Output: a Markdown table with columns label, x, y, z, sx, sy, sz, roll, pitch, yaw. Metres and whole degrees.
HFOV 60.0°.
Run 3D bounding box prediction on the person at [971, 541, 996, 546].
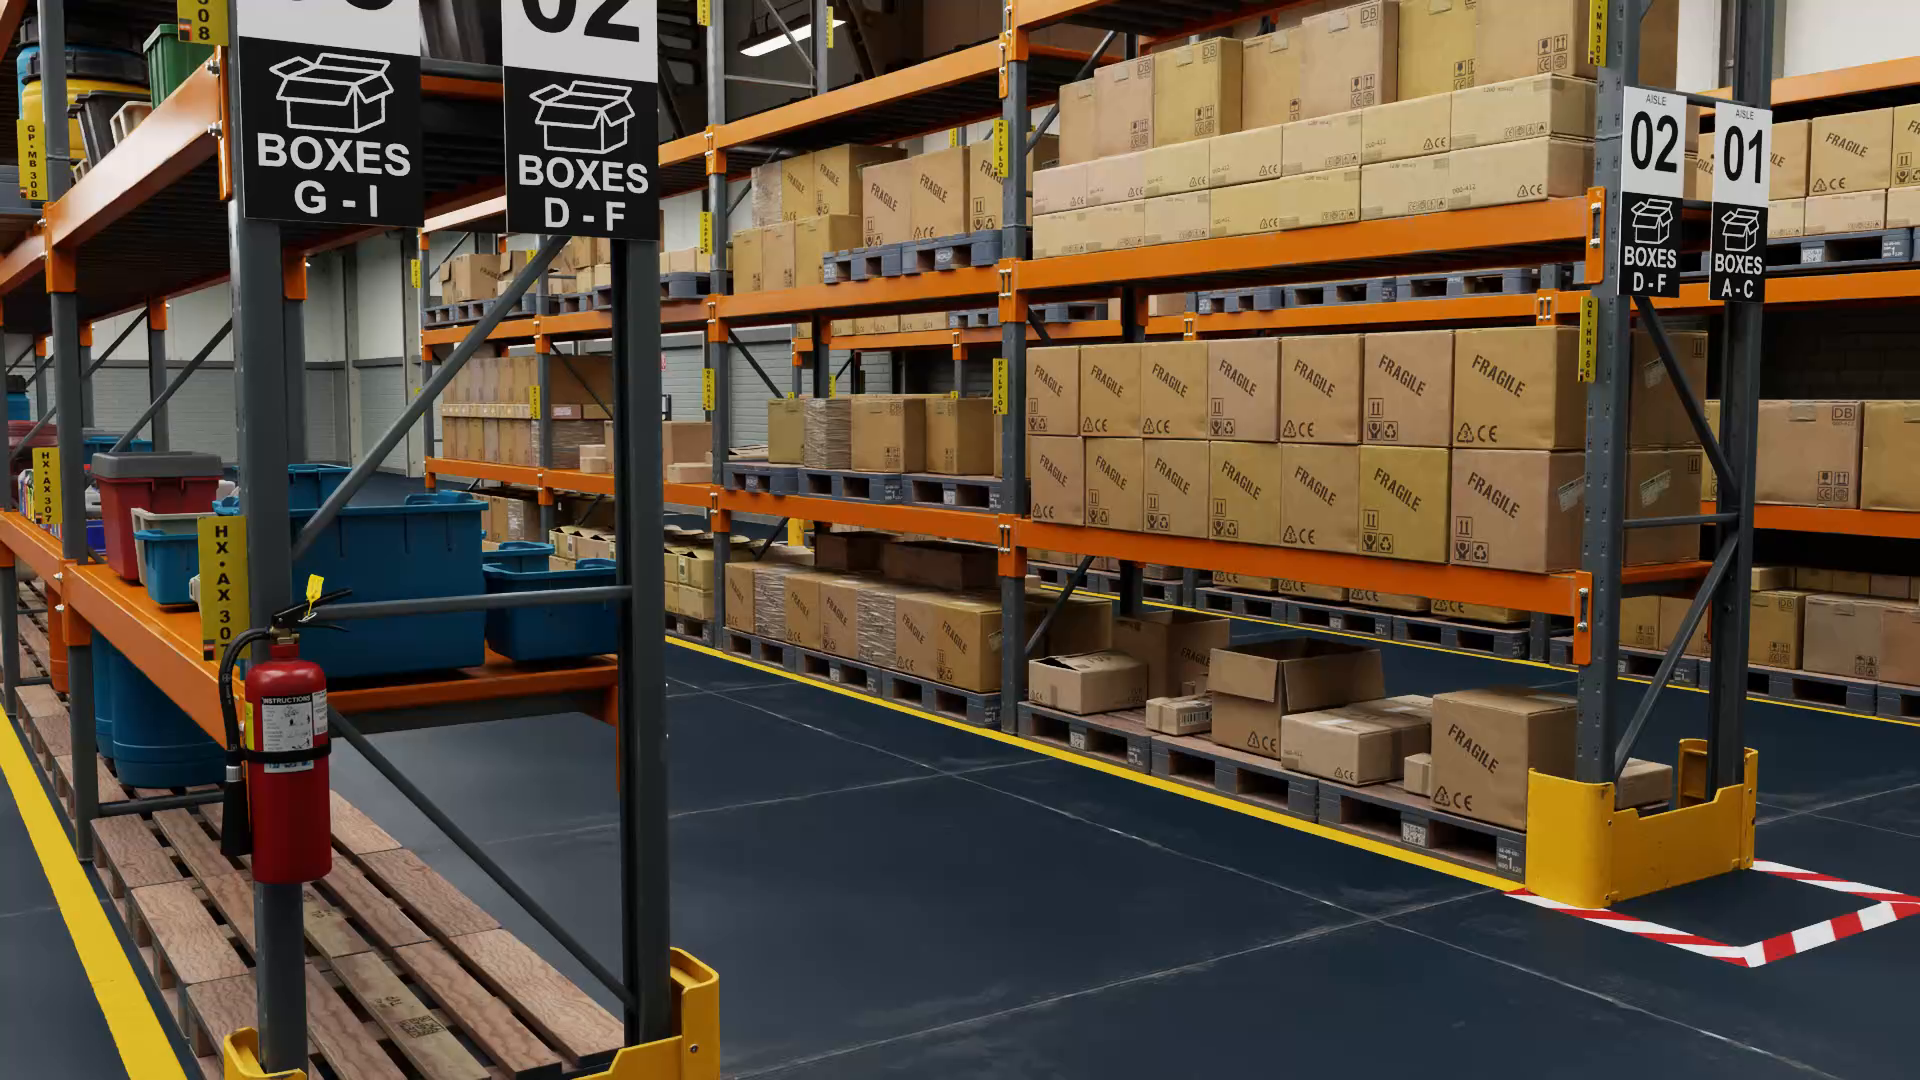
| label | x | y | z | sx | sy | sz | roll | pitch | yaw |
| --- | --- | --- | --- | --- | --- | --- | --- | --- | --- |
| person | 0.229 | -0.171 | 16.238 | 0.305 | 1.607 | 0.406 | -3 | 6 | -33 |
